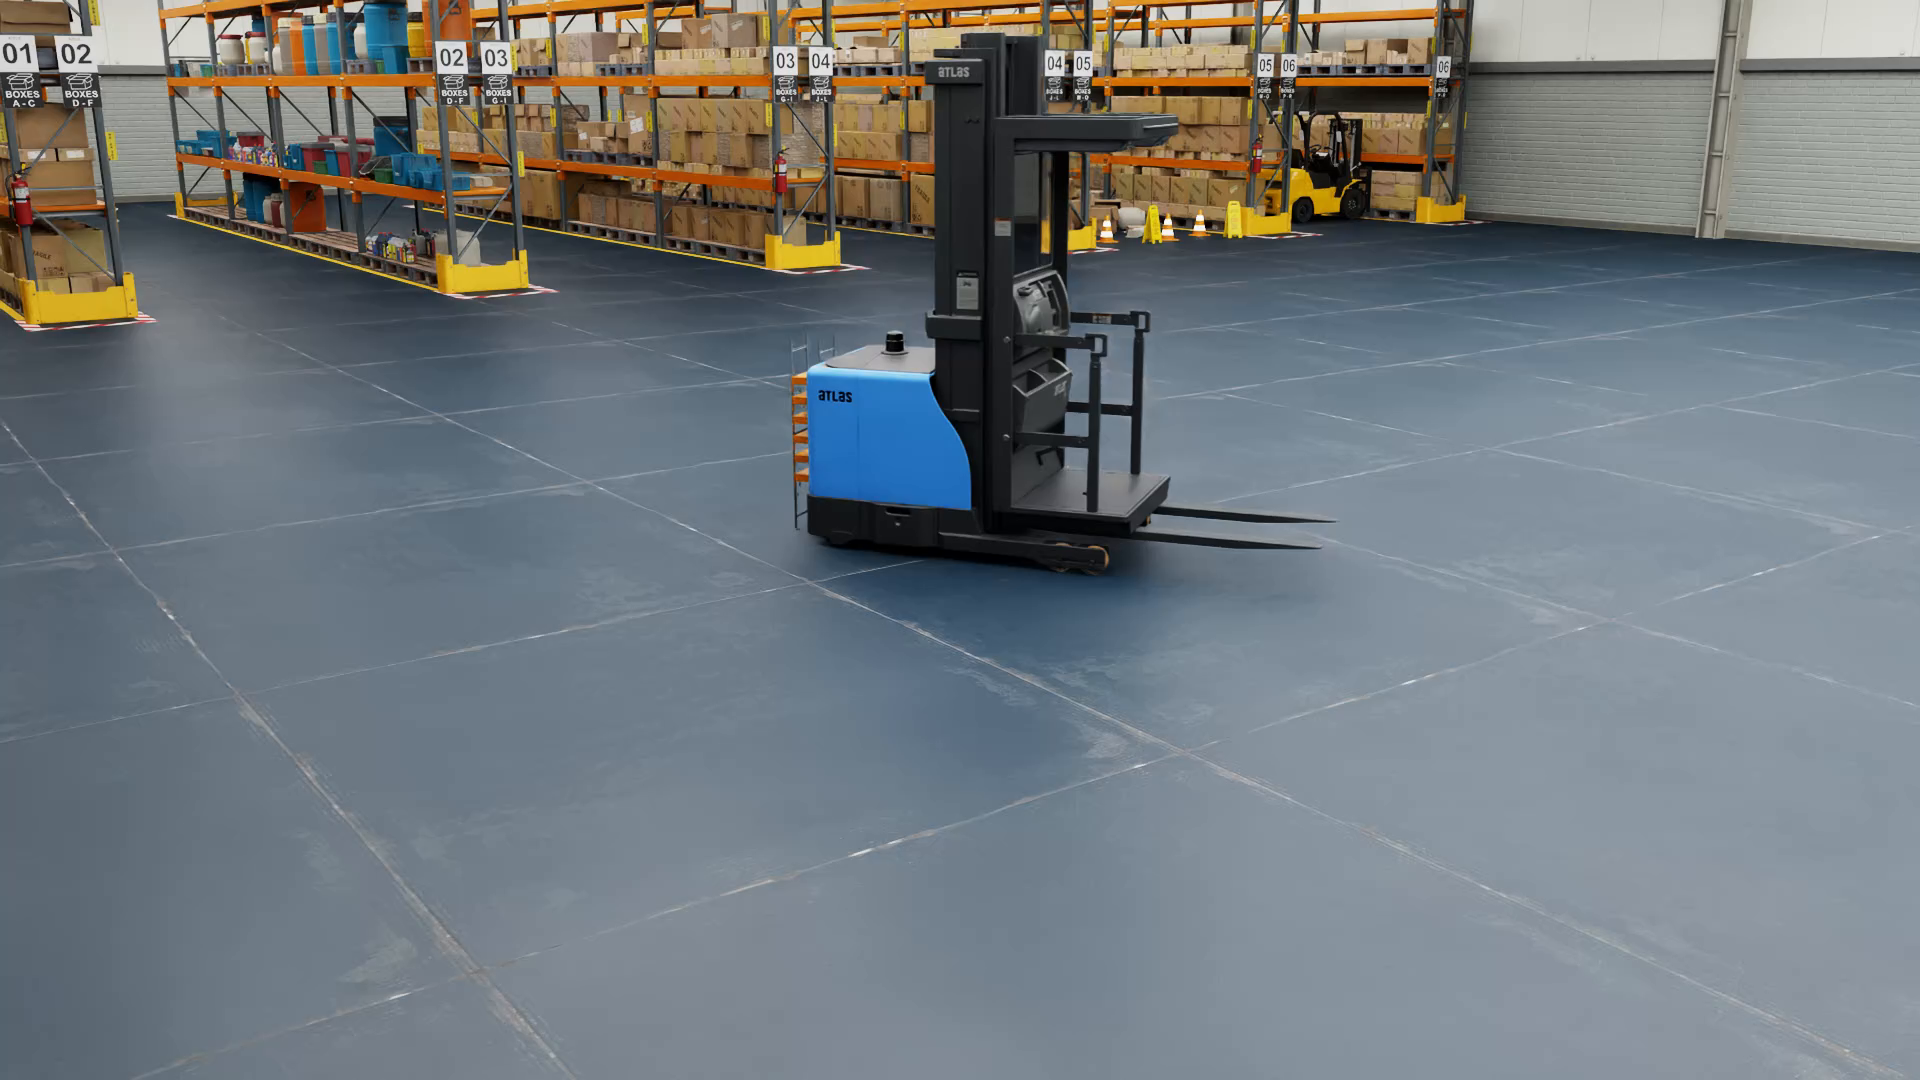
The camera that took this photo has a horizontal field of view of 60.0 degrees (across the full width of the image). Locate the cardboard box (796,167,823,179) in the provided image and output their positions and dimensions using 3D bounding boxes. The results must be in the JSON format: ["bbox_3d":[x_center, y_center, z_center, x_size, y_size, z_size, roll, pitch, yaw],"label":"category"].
[{"bbox_3d":[-2.308,-5.568,25.212,0.380,0.149,0.250,-11,19,-35],"label":"cardboard box"}]

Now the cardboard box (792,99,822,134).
[{"bbox_3d":[-2.436,-6.425,25.220,0.500,0.500,0.500,-11,19,-35],"label":"cardboard box"}]

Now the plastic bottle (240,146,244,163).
[{"bbox_3d":[-13.003,-6.994,30.169,0.061,0.283,0.133,-11,19,-35],"label":"plastic bottle"}]

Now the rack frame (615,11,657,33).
[{"bbox_3d":[-7.670,-12.649,39.246,1.000,3.000,0.127,-11,19,-35],"label":"rack frame"}]

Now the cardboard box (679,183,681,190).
[{"bbox_3d":[-6.169,-8.070,37.919,0.380,0.149,0.250,-11,19,-34],"label":"cardboard box"}]

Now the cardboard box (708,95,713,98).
[{"bbox_3d":[-5.813,-9.634,36.946,0.500,0.500,0.500,-12,19,-36],"label":"cardboard box"}]

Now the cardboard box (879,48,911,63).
[{"bbox_3d":[-1.159,-8.945,30.691,0.500,0.250,0.500,-11,19,-34],"label":"cardboard box"}]

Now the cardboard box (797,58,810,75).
[{"bbox_3d":[-2.408,-7.108,24.967,0.500,0.250,0.500,-10,18,-33],"label":"cardboard box"}]

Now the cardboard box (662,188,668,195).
[{"bbox_3d":[-6.700,-8.093,38.569,0.380,0.149,0.250,-11,19,-35],"label":"cardboard box"}]

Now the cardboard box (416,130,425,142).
[{"bbox_3d":[-11.677,-8.934,36.757,0.500,0.250,0.500,-11,19,-36],"label":"cardboard box"}]

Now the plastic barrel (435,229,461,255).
[{"bbox_3d":[-7.083,-4.060,23.146,0.421,0.512,0.421,0,15,0],"label":"plastic barrel"}]

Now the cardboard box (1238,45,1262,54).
[{"bbox_3d":[5.245,-8.866,30.070,0.380,0.149,0.250,-11,19,-34],"label":"cardboard box"}]

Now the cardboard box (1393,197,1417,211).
[{"bbox_3d":[9.164,-6.828,33.754,0.500,0.250,0.500,-11,19,-34],"label":"cardboard box"}]

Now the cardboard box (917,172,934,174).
[{"bbox_3d":[-0.406,-8.558,38.890,0.875,0.875,0.875,-10,18,-33],"label":"cardboard box"}]

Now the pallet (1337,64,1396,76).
[{"bbox_3d":[8.579,-9.720,34.394,1.003,0.211,1.213,-11,19,-35],"label":"pallet"}]

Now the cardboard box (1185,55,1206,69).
[{"bbox_3d":[4.560,-8.932,31.067,0.500,0.250,0.500,-10,18,-33],"label":"cardboard box"}]

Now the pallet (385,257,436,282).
[{"bbox_3d":[-7.609,-3.921,24.001,1.003,0.211,1.213,-11,19,-35],"label":"pallet"}]

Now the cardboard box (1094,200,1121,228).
[{"bbox_3d":[2.860,-6.339,32.284,0.500,0.500,0.500,1,15,4],"label":"cardboard box"}]

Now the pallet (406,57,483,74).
[{"bbox_3d":[-6.747,-6.370,22.342,1.003,0.211,1.213,-11,19,-35],"label":"pallet"}]

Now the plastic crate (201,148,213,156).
[{"bbox_3d":[-14.663,-7.611,32.589,0.293,0.136,0.466,-11,19,-35],"label":"plastic crate"}]

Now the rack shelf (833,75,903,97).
[{"bbox_3d":[-1.790,-8.720,31.935,1.077,0.370,4.000,-11,19,-35],"label":"rack shelf"}]

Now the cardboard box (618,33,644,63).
[{"bbox_3d":[-5.436,-8.461,28.634,0.797,0.503,0.637,-10,18,-32],"label":"cardboard box"}]

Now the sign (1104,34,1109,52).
[{"bbox_3d":[2.884,-9.782,32.728,0.100,0.325,0.005,-11,19,-35],"label":"sign"}]

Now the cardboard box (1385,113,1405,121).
[{"bbox_3d":[8.882,-8.613,33.881,0.380,0.149,0.250,-11,19,-34],"label":"cardboard box"}]

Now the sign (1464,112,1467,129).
[{"bbox_3d":[10.148,-8.441,33.444,0.100,0.325,0.005,-11,19,-35],"label":"sign"}]

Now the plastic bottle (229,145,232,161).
[{"bbox_3d":[-13.525,-7.184,30.862,0.061,0.283,0.133,-11,19,-35],"label":"plastic bottle"}]

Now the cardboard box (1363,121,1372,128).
[{"bbox_3d":[8.491,-8.562,34.259,0.380,0.149,0.250,-11,19,-34],"label":"cardboard box"}]

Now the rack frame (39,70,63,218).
[{"bbox_3d":[-12.701,-4.908,22.327,1.000,3.000,0.127,-11,19,-35],"label":"rack frame"}]

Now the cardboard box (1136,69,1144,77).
[{"bbox_3d":[3.659,-9.104,32.450,0.380,0.149,0.250,-11,19,-34],"label":"cardboard box"}]

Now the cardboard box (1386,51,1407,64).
[{"bbox_3d":[8.813,-9.717,33.484,0.396,0.266,0.258,-11,19,-34],"label":"cardboard box"}]

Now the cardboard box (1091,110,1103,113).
[{"bbox_3d":[2.873,-8.440,33.684,0.500,0.500,0.500,-11,19,-36],"label":"cardboard box"}]

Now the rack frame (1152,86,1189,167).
[{"bbox_3d":[4.992,-9.609,39.501,1.000,3.000,0.127,-11,19,-35],"label":"rack frame"}]

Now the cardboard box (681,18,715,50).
[{"bbox_3d":[-4.215,-8.268,27.221,0.500,0.500,0.500,-12,19,-36],"label":"cardboard box"}]

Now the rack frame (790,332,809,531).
[{"bbox_3d":[-0.978,-0.667,10.239,0.006,1.200,0.240,5,16,19],"label":"rack frame"}]

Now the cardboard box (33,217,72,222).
[{"bbox_3d":[-11.967,-3.973,21.901,0.500,0.500,0.500,-11,19,-35],"label":"cardboard box"}]

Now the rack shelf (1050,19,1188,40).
[{"bbox_3d":[3.816,-12.389,40.417,1.077,0.370,4.000,-11,19,-35],"label":"rack shelf"}]

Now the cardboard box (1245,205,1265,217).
[{"bbox_3d":[5.432,-6.221,31.535,0.500,0.250,0.500,-11,19,-35],"label":"cardboard box"}]

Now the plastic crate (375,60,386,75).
[{"bbox_3d":[-7.984,-6.642,23.380,0.336,0.188,0.450,-11,19,-35],"label":"plastic crate"}]

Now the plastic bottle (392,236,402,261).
[{"bbox_3d":[-8.082,-4.203,23.935,0.144,0.351,0.185,-10,18,-32],"label":"plastic bottle"}]

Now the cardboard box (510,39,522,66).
[{"bbox_3d":[-8.256,-9.431,32.179,0.797,0.503,0.637,-11,19,-35],"label":"cardboard box"}]

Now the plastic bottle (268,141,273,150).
[{"bbox_3d":[-12.707,-7.193,30.768,0.144,0.351,0.185,-11,19,-35],"label":"plastic bottle"}]

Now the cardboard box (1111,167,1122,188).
[{"bbox_3d":[3.973,-8.882,40.786,0.500,0.500,0.500,-10,18,-32],"label":"cardboard box"}]

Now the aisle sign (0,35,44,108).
[{"bbox_3d":[-10.548,-5.248,18.645,0.394,0.787,0.004,-11,19,-35],"label":"aisle sign"}]

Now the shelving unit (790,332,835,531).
[{"bbox_3d":[-0.892,-0.658,10.209,0.189,1.200,0.258,5,16,19],"label":"shelving unit"}]

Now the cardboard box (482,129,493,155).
[{"bbox_3d":[-9.321,-8.064,33.669,0.500,0.500,0.500,-11,19,-34],"label":"cardboard box"}]

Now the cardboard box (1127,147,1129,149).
[{"bbox_3d":[3.364,-8.038,33.008,0.500,0.500,0.500,-11,19,-35],"label":"cardboard box"}]

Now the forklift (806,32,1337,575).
[{"bbox_3d":[0.659,-1.374,9.543,3.031,2.935,1.130,5,16,19],"label":"forklift"}]

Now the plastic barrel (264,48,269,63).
[{"bbox_3d":[-11.793,-8.319,28.574,0.301,0.262,0.301,0,15,0],"label":"plastic barrel"}]

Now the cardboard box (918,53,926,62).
[{"bbox_3d":[-0.521,-8.584,29.567,0.380,0.149,0.250,-11,19,-34],"label":"cardboard box"}]

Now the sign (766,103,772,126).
[{"bbox_3d":[-2.794,-6.220,24.327,0.100,0.325,0.005,-11,19,-35],"label":"sign"}]

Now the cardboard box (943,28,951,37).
[{"bbox_3d":[-0.074,-8.806,28.868,0.380,0.149,0.250,-11,19,-34],"label":"cardboard box"}]

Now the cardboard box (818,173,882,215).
[{"bbox_3d":[-2.164,-6.835,32.832,1.050,0.750,0.750,-11,19,-34],"label":"cardboard box"}]

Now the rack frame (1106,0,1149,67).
[{"bbox_3d":[3.331,-10.877,32.770,1.000,3.000,0.127,-11,19,-35],"label":"rack frame"}]

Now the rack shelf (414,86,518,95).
[{"bbox_3d":[-10.565,-9.680,35.443,1.077,0.370,4.000,-11,19,-35],"label":"rack shelf"}]

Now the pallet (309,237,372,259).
[{"bbox_3d":[-9.906,-4.754,27.044,1.003,0.211,1.213,-11,19,-35],"label":"pallet"}]
